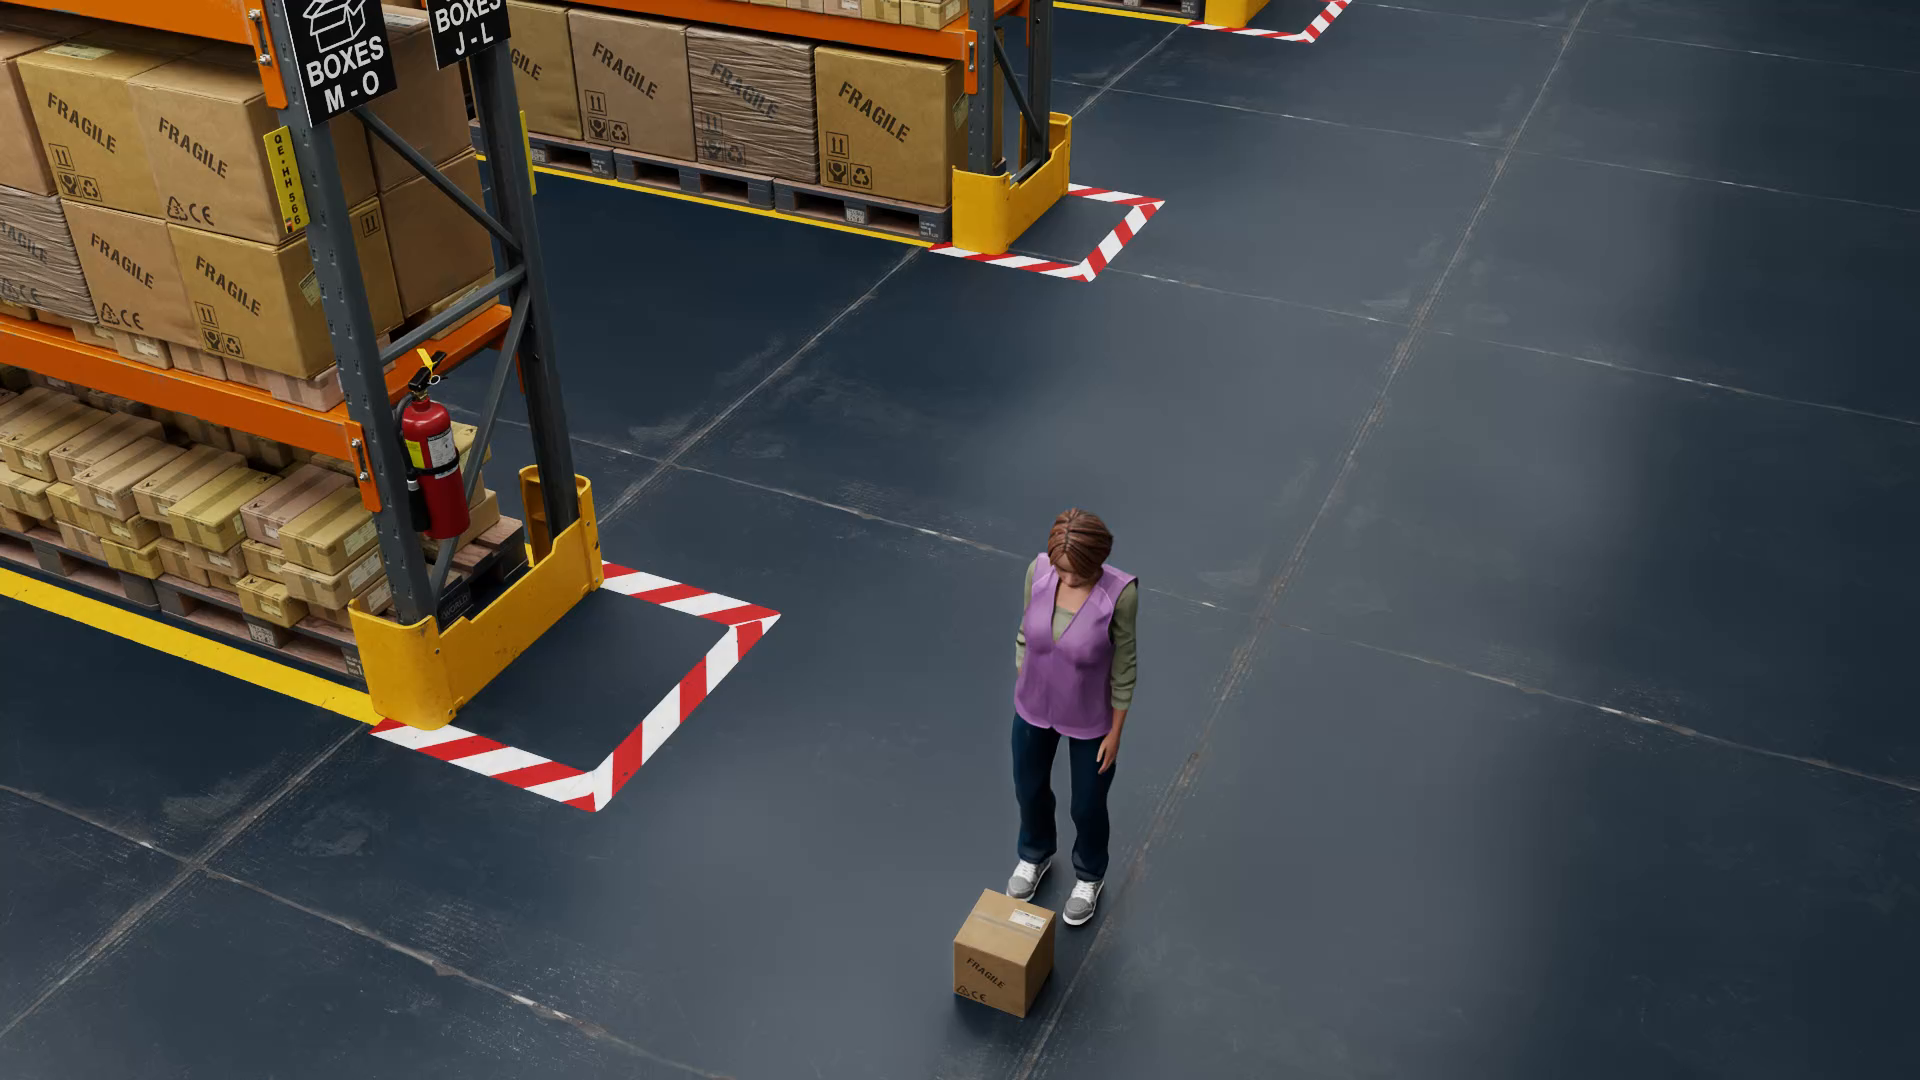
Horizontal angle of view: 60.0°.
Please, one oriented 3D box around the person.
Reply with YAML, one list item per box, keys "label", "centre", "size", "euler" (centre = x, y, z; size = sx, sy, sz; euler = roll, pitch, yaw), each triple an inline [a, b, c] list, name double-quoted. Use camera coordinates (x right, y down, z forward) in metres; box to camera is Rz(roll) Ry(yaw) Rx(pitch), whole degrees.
- label: "person"
  centre: [0.365, 0.565, 5.331]
  size: [0.409, 1.592, 0.307]
  euler: [15, 37, 21]
